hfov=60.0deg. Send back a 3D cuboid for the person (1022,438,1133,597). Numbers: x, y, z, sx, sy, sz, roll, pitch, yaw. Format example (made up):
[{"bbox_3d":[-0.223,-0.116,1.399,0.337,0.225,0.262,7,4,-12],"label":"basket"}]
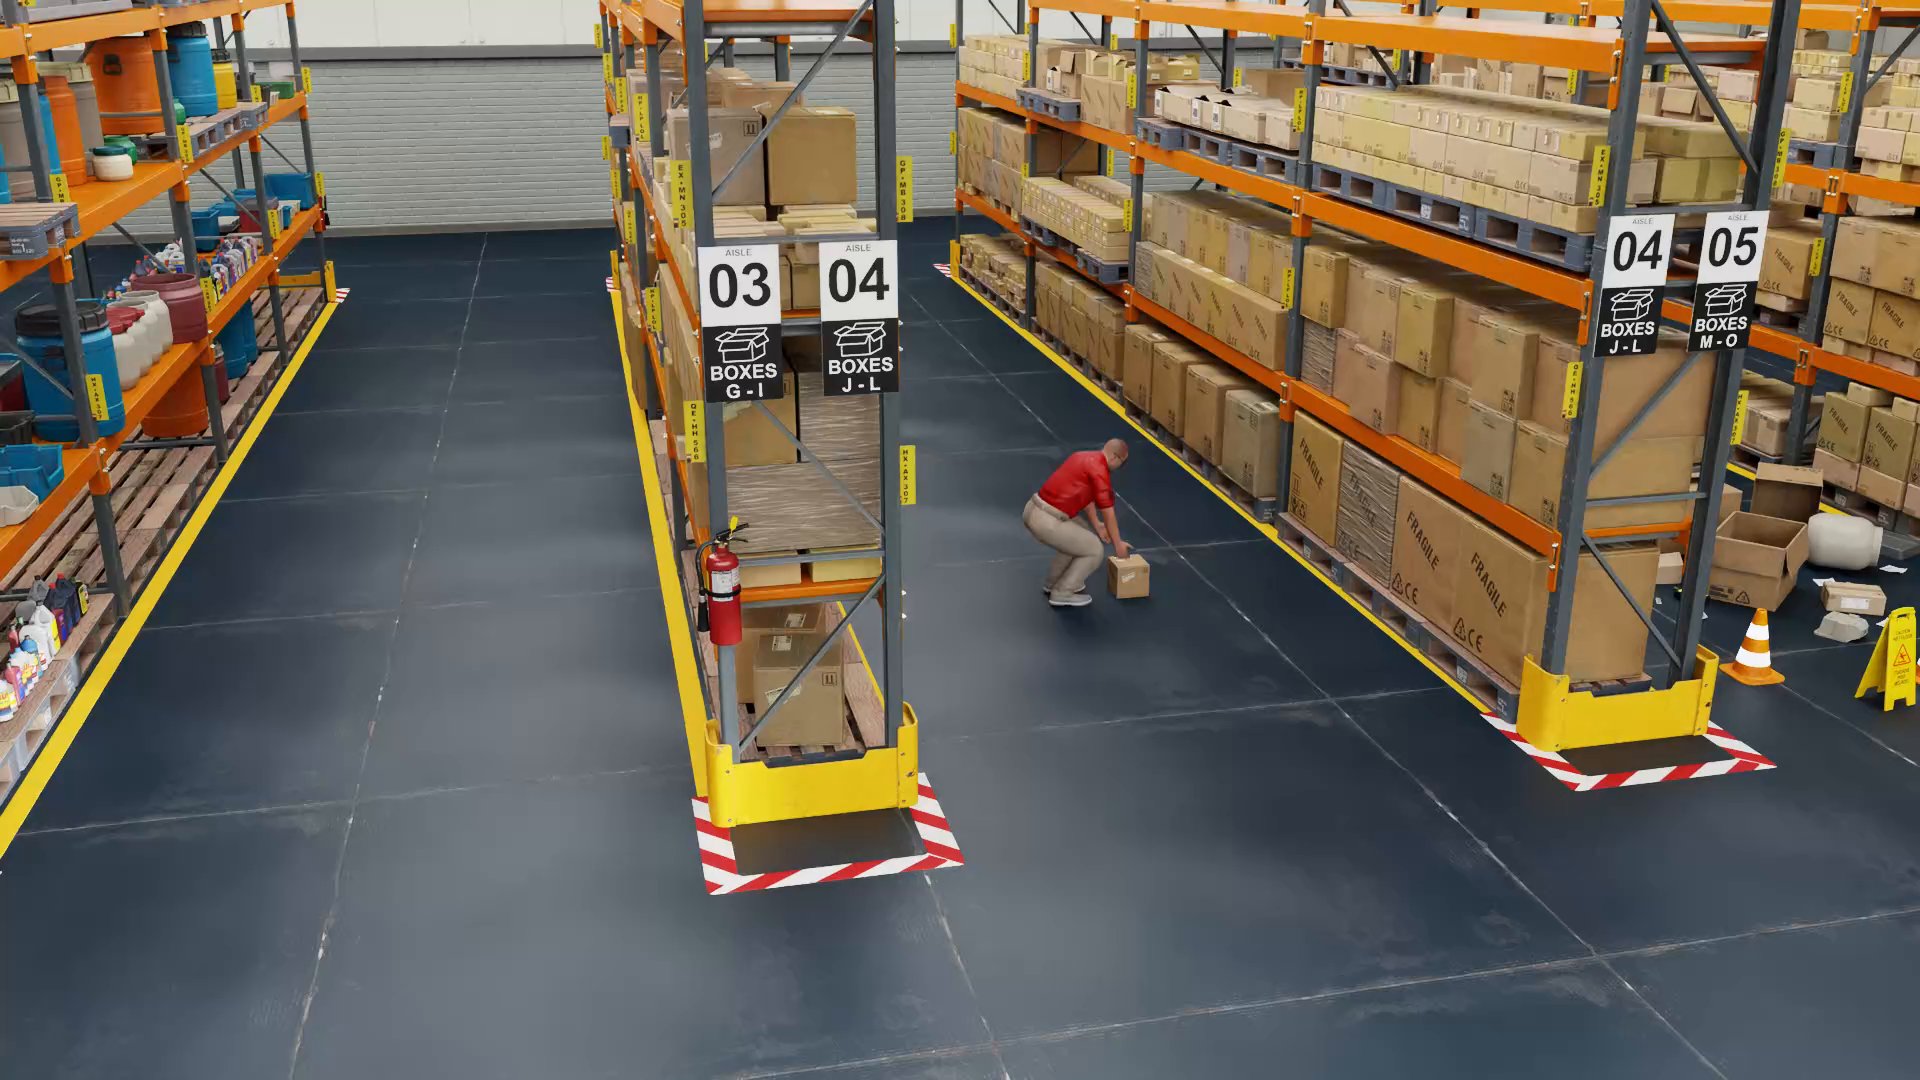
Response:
[{"bbox_3d":[0.855,-0.184,12.315,0.805,1.131,0.580,-5,20,-13],"label":"person"}]
